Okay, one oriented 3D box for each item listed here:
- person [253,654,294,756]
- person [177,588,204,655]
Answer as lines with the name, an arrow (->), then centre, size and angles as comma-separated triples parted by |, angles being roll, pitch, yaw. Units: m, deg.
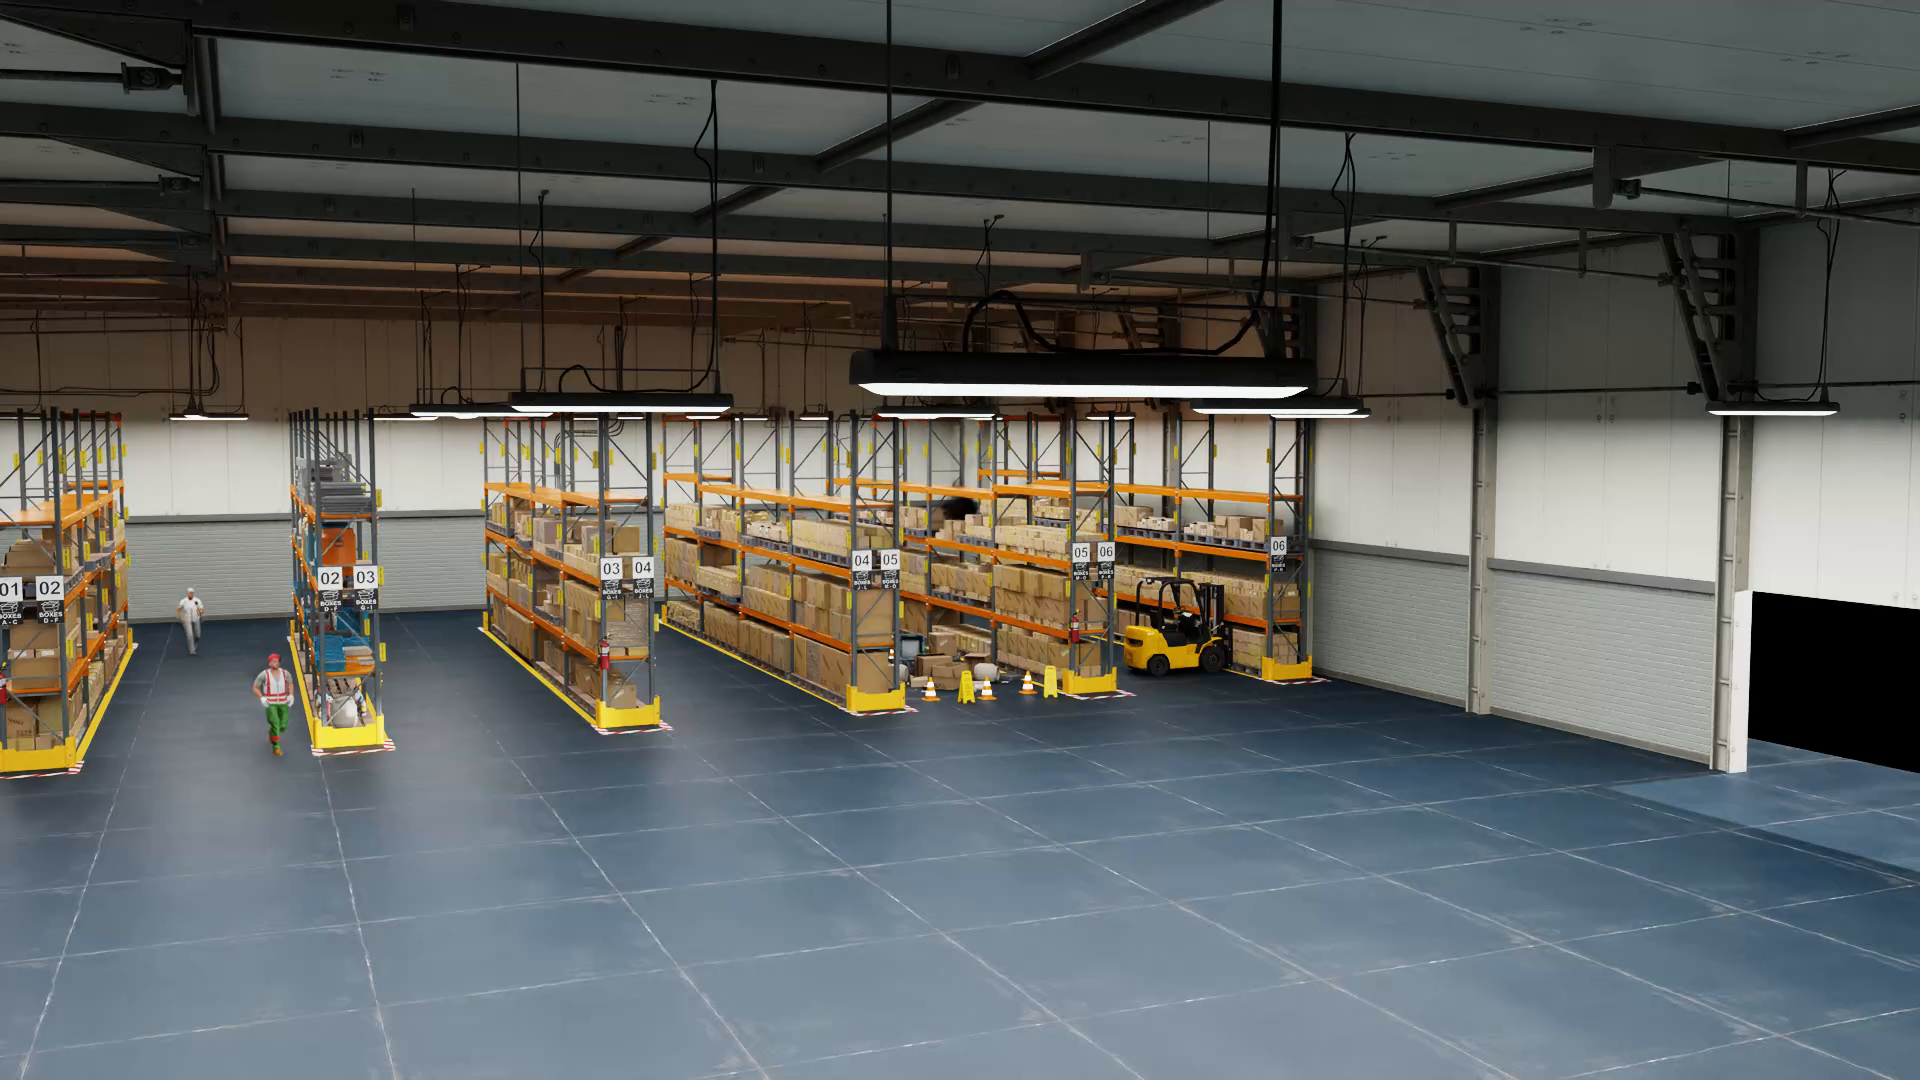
person -> -11.935, 2.836, 28.895 | 0.666, 1.749, 0.685 | -4, 5, -43
person -> -19.122, 2.012, 41.350 | 0.610, 1.626, 0.673 | -3, 5, -33
